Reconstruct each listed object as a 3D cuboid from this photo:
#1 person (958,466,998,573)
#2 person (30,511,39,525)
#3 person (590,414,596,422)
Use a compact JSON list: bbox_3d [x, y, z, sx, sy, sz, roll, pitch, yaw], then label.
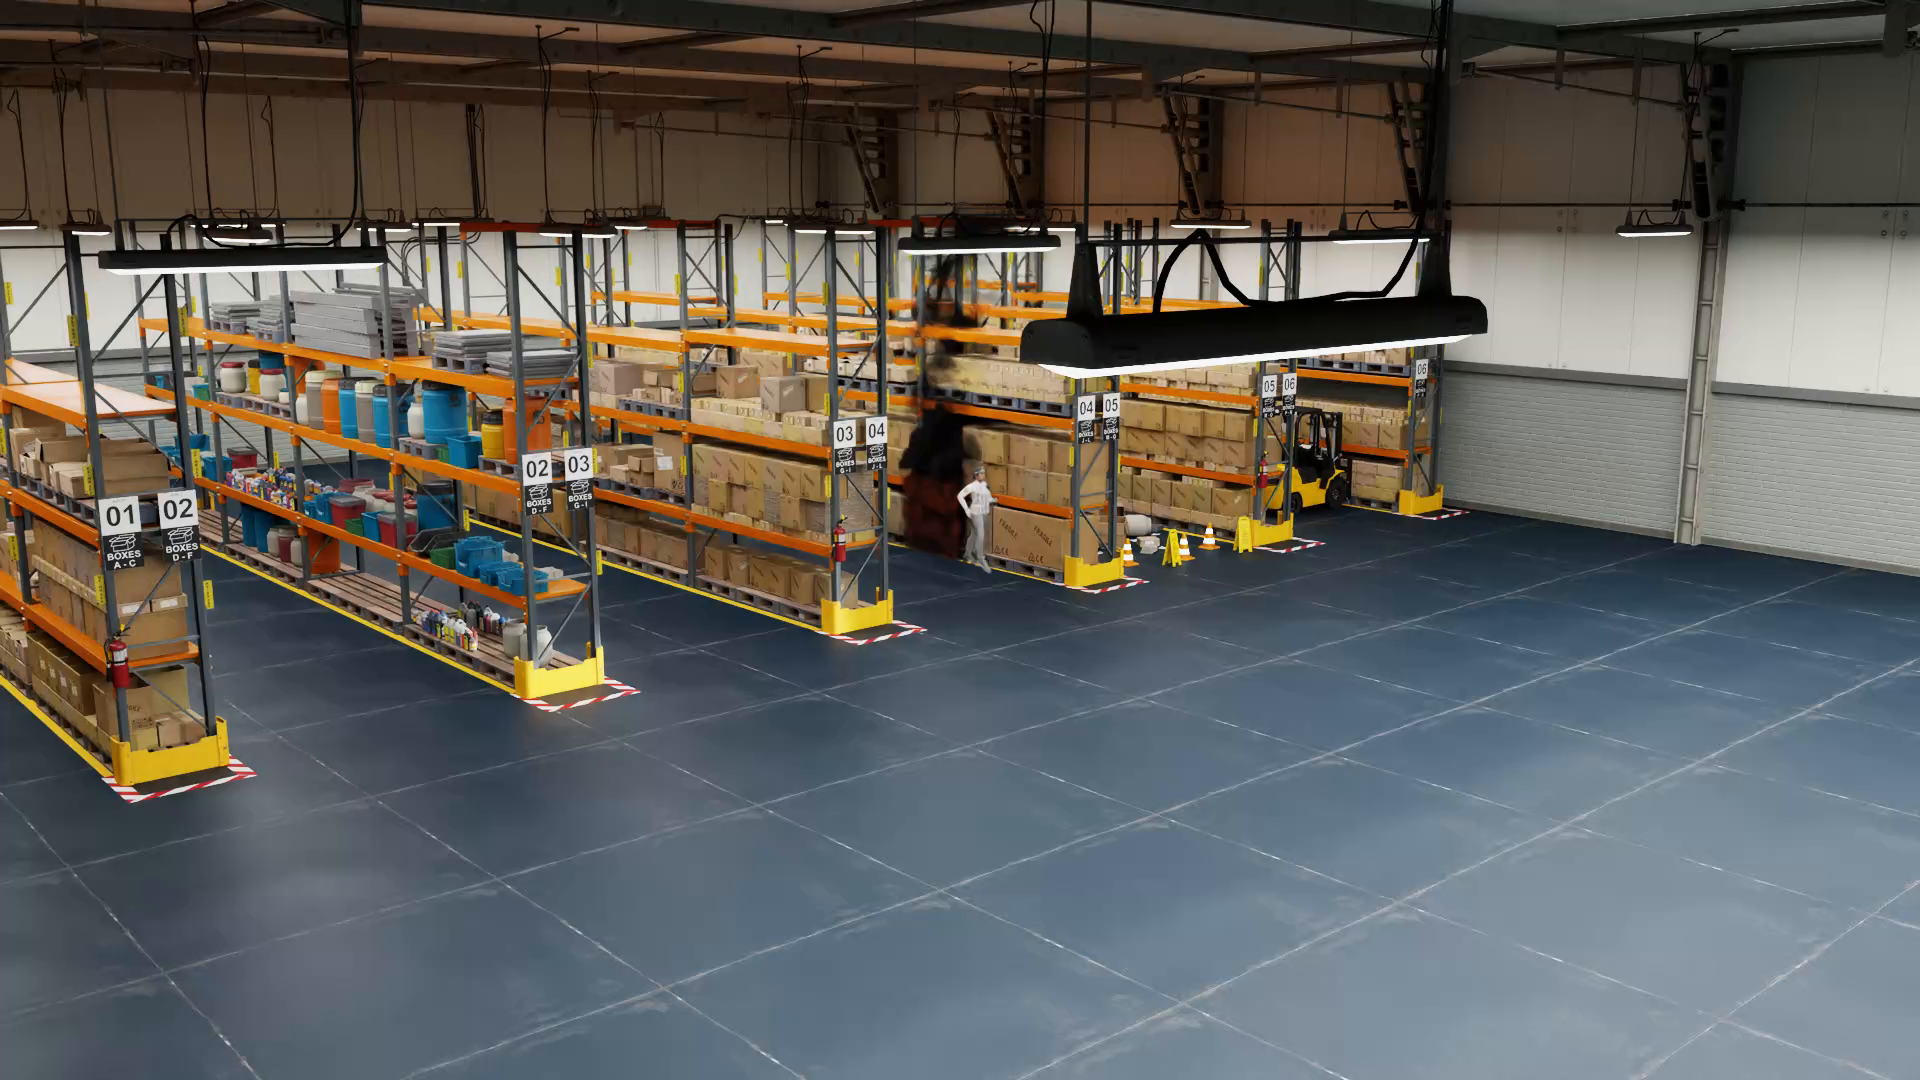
[{"bbox_3d":[0.328,-0.364,28.024,0.720,1.804,0.580,7,13,32],"label":"person"},{"bbox_3d":[-16.680,-0.520,30.182,0.760,1.779,0.638,11,16,43],"label":"person"},{"bbox_3d":[-9.002,-2.657,40.593,0.693,1.790,0.938,8,14,36],"label":"person"}]
